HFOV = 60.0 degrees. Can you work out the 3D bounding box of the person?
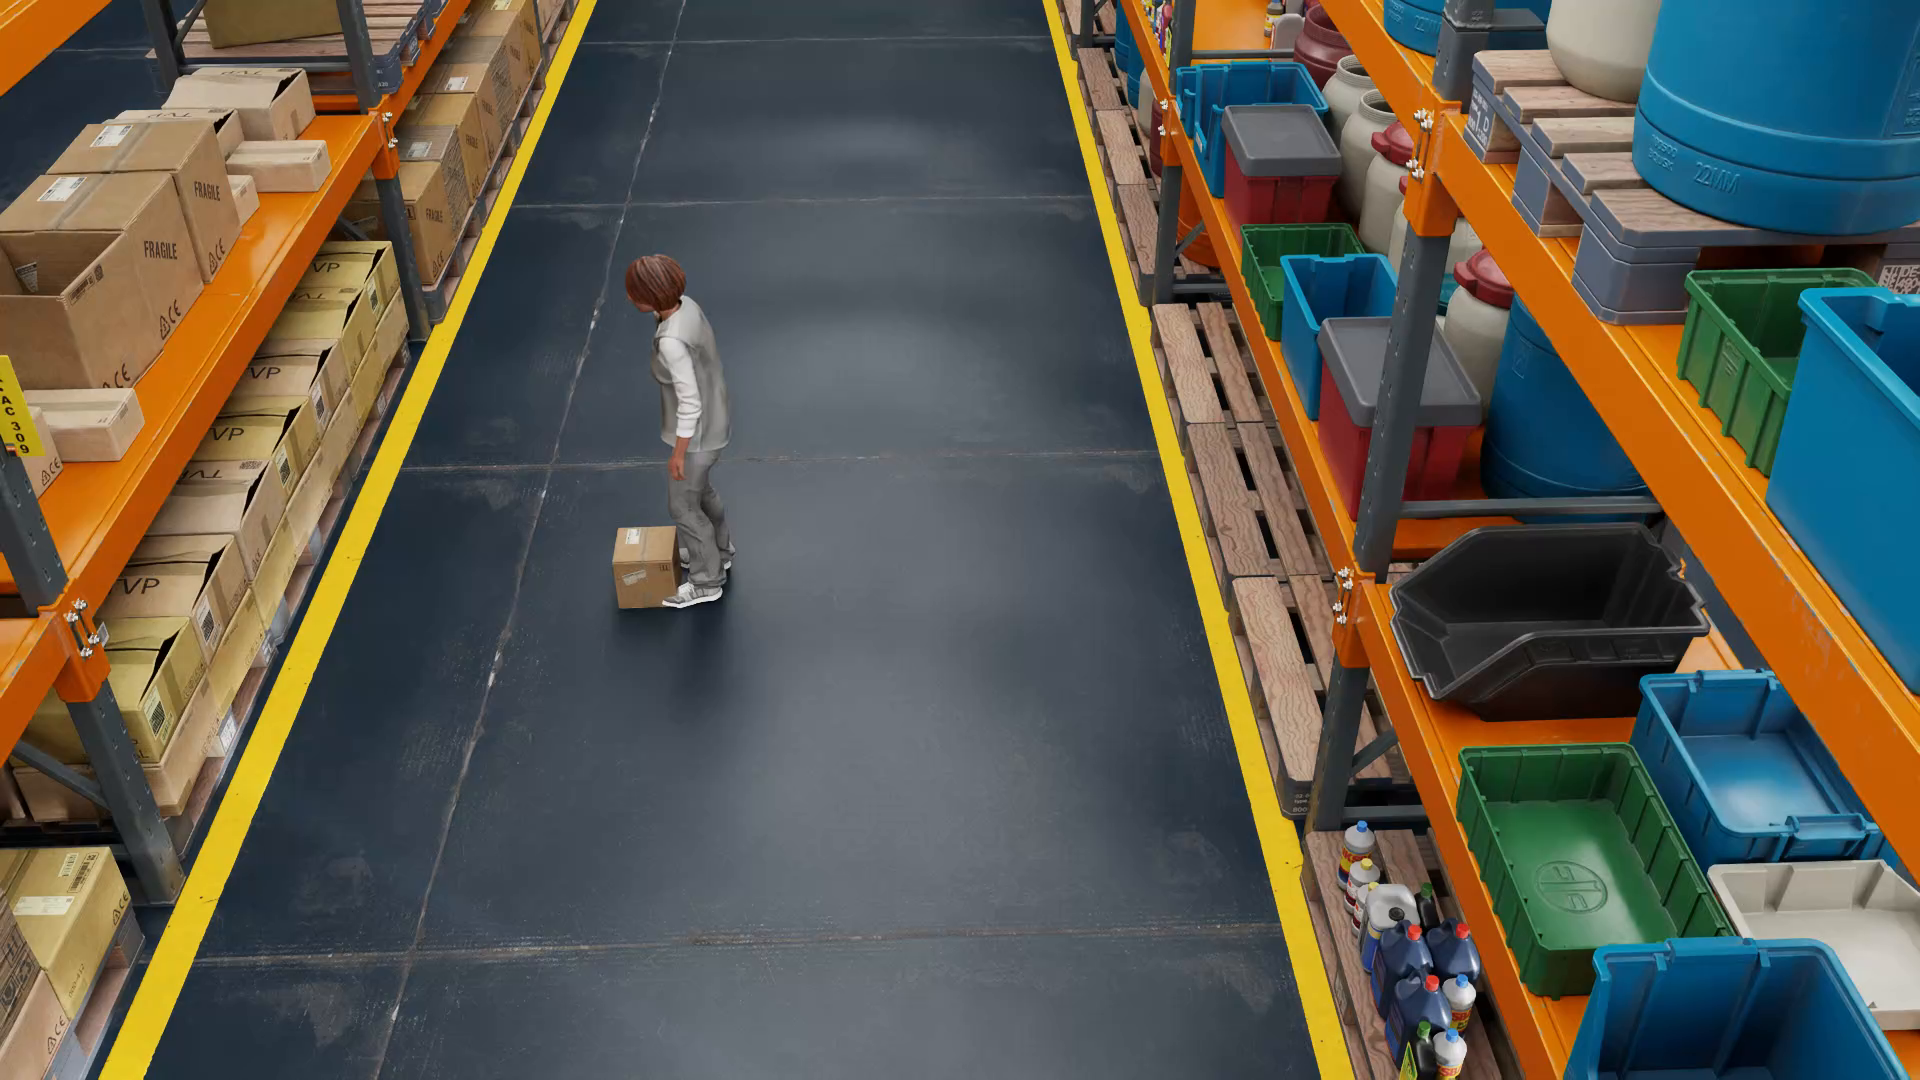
[{"bbox_3d":[-1.113,-0.438,6.765,0.367,1.593,0.478,-3,36,-4],"label":"person"}]
